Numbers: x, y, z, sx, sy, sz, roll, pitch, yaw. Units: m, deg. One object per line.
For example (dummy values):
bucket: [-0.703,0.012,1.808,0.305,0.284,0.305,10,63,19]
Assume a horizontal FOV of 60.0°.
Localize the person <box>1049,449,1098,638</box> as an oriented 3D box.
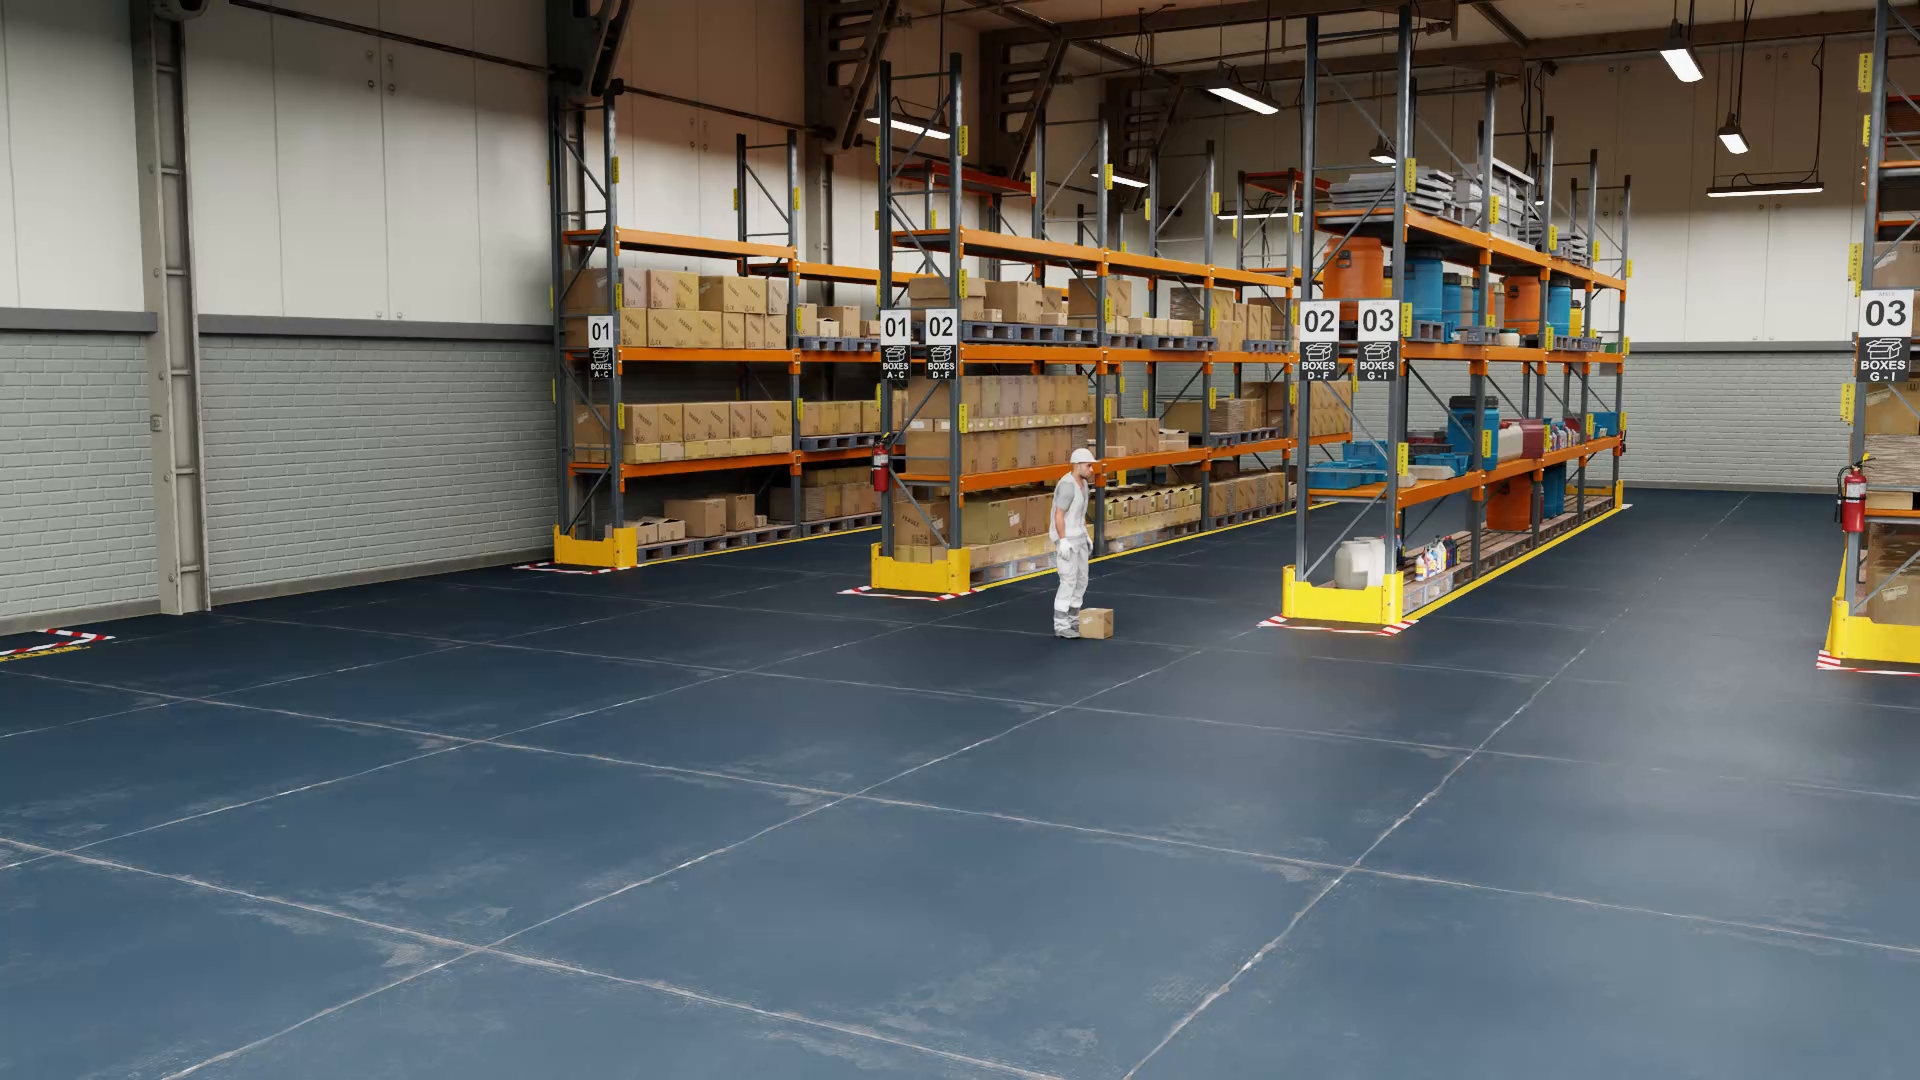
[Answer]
person: [1.092,0.021,15.797,0.454,1.779,0.609,3,7,28]
